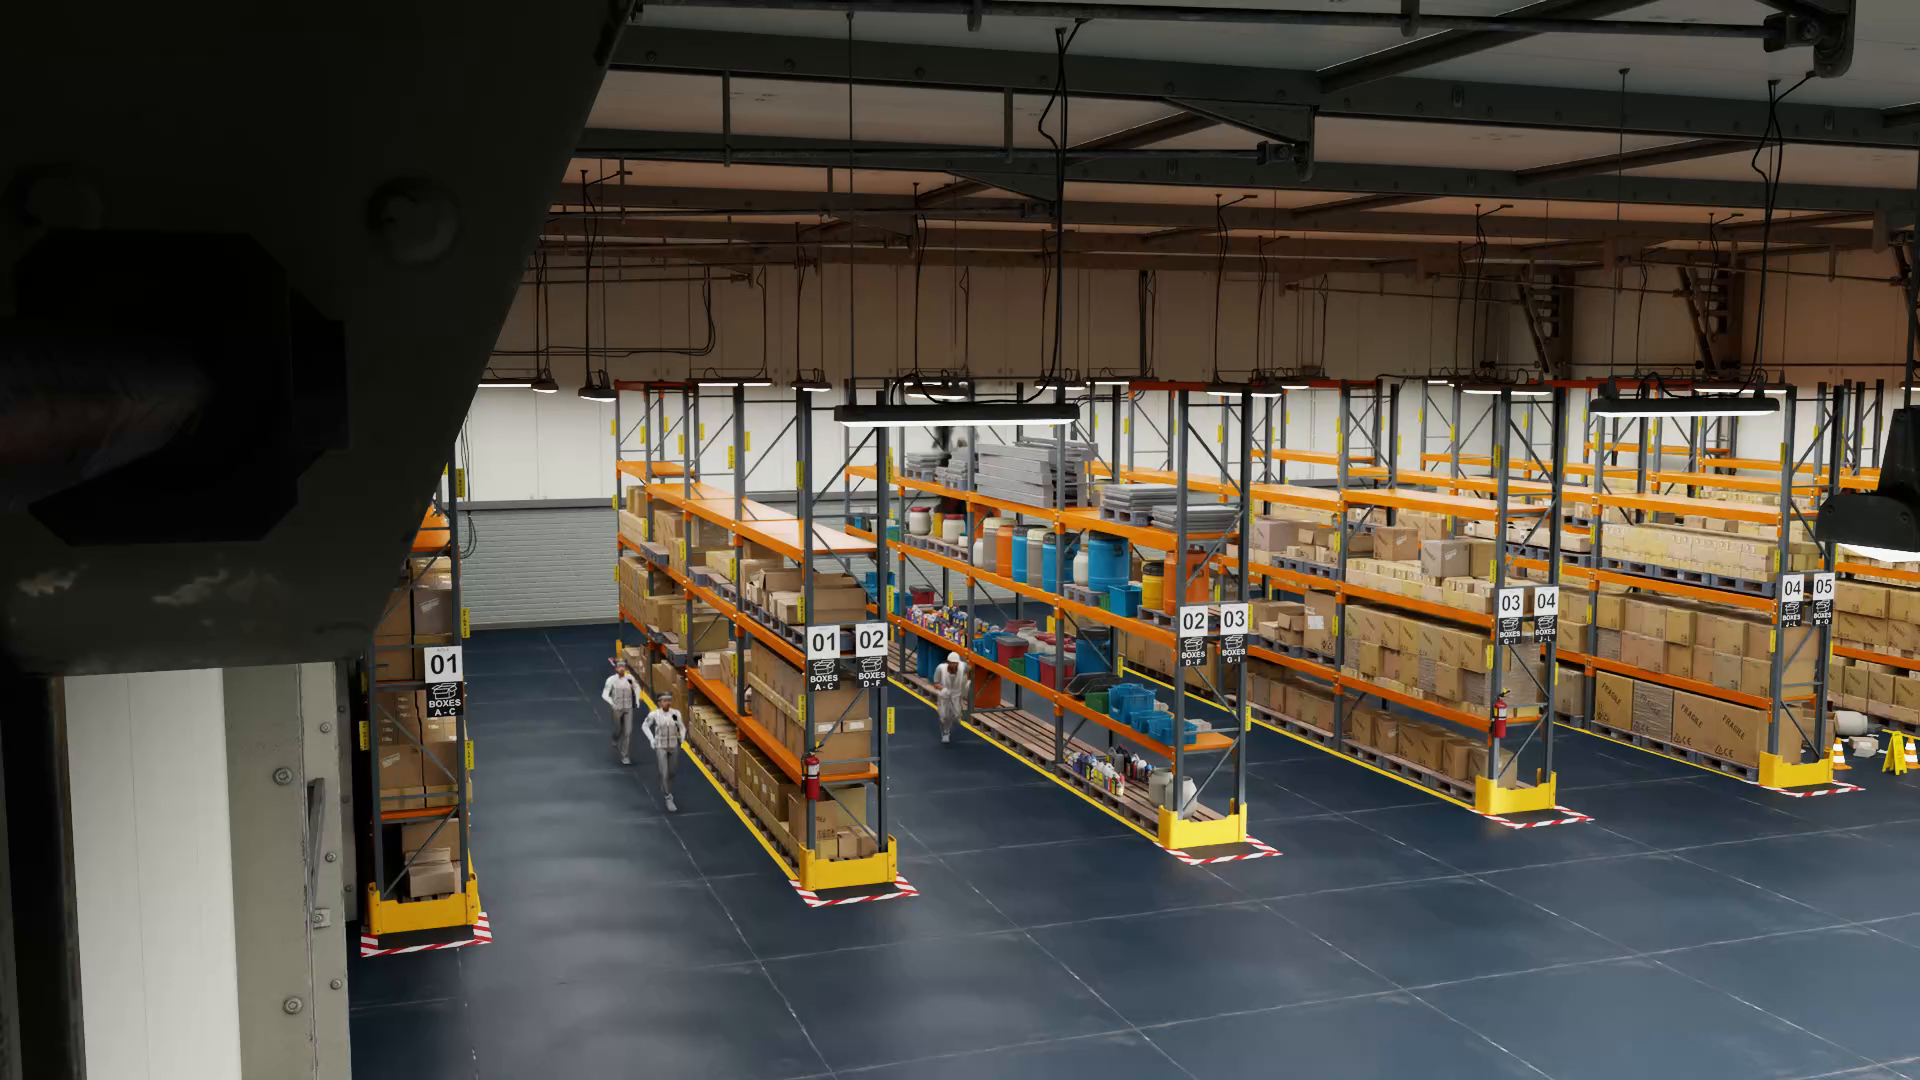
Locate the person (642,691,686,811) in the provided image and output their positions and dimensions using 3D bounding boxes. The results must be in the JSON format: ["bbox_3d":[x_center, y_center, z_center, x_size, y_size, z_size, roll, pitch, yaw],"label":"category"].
[{"bbox_3d":[-4.238,2.985,23.912,0.618,1.694,0.827,-3,7,-23],"label":"person"}]

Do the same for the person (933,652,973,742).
[{"bbox_3d":[-0.113,2.617,27.694,0.711,1.592,0.823,-1,6,-13],"label":"person"}]

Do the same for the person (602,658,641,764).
[{"bbox_3d":[-5.389,2.699,26.599,0.632,1.661,0.861,-2,6,-21],"label":"person"}]
